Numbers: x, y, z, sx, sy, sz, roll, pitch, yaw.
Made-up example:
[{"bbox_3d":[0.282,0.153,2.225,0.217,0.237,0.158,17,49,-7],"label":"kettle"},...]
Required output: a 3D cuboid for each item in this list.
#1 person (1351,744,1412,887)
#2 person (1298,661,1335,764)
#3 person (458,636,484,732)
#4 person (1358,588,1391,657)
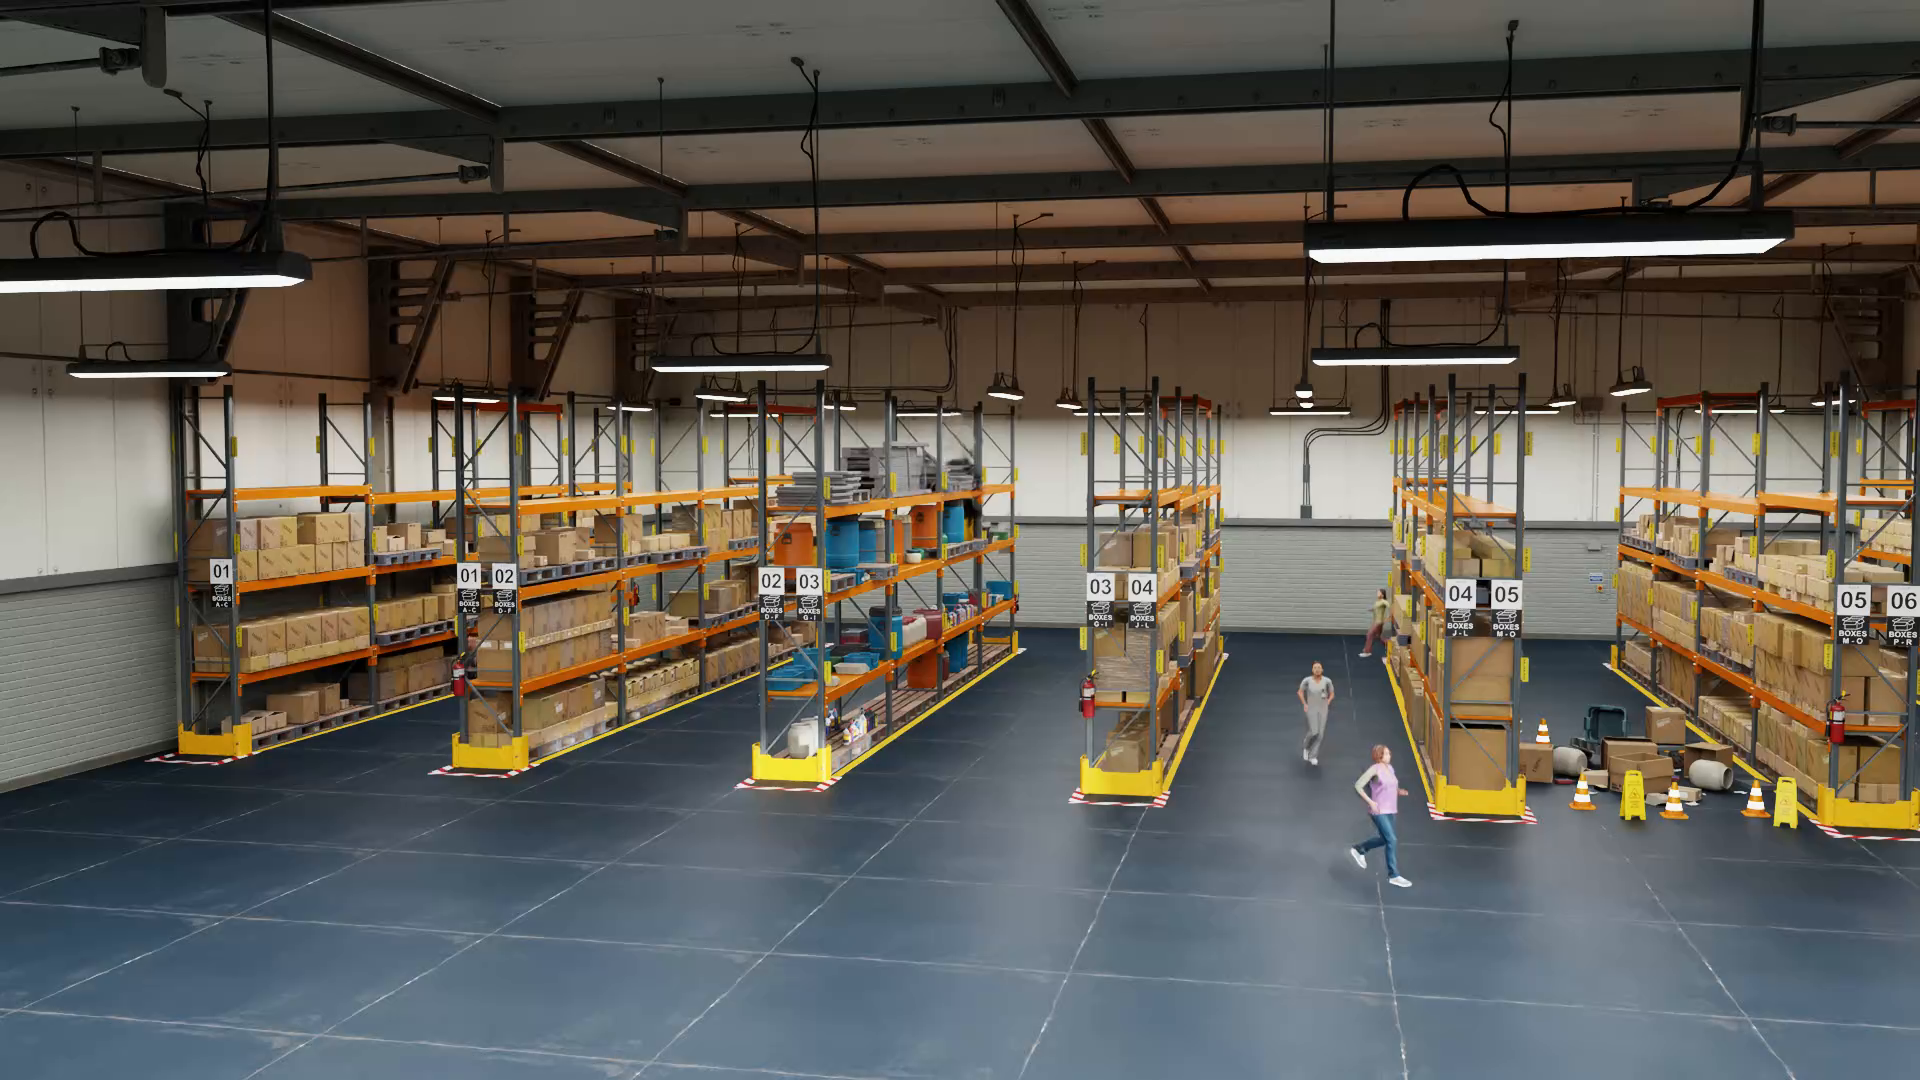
[{"bbox_3d":[4.827,3.128,19.103,0.544,1.575,0.864,-3,4,-42],"label":"person"},{"bbox_3d":[5.627,2.719,26.157,0.551,1.637,0.558,0,3,1],"label":"person"},{"bbox_3d":[-8.393,2.537,28.671,0.638,1.762,0.871,1,3,15],"label":"person"},{"bbox_3d":[9.939,1.959,39.488,0.923,1.639,0.627,0,3,-1],"label":"person"}]
